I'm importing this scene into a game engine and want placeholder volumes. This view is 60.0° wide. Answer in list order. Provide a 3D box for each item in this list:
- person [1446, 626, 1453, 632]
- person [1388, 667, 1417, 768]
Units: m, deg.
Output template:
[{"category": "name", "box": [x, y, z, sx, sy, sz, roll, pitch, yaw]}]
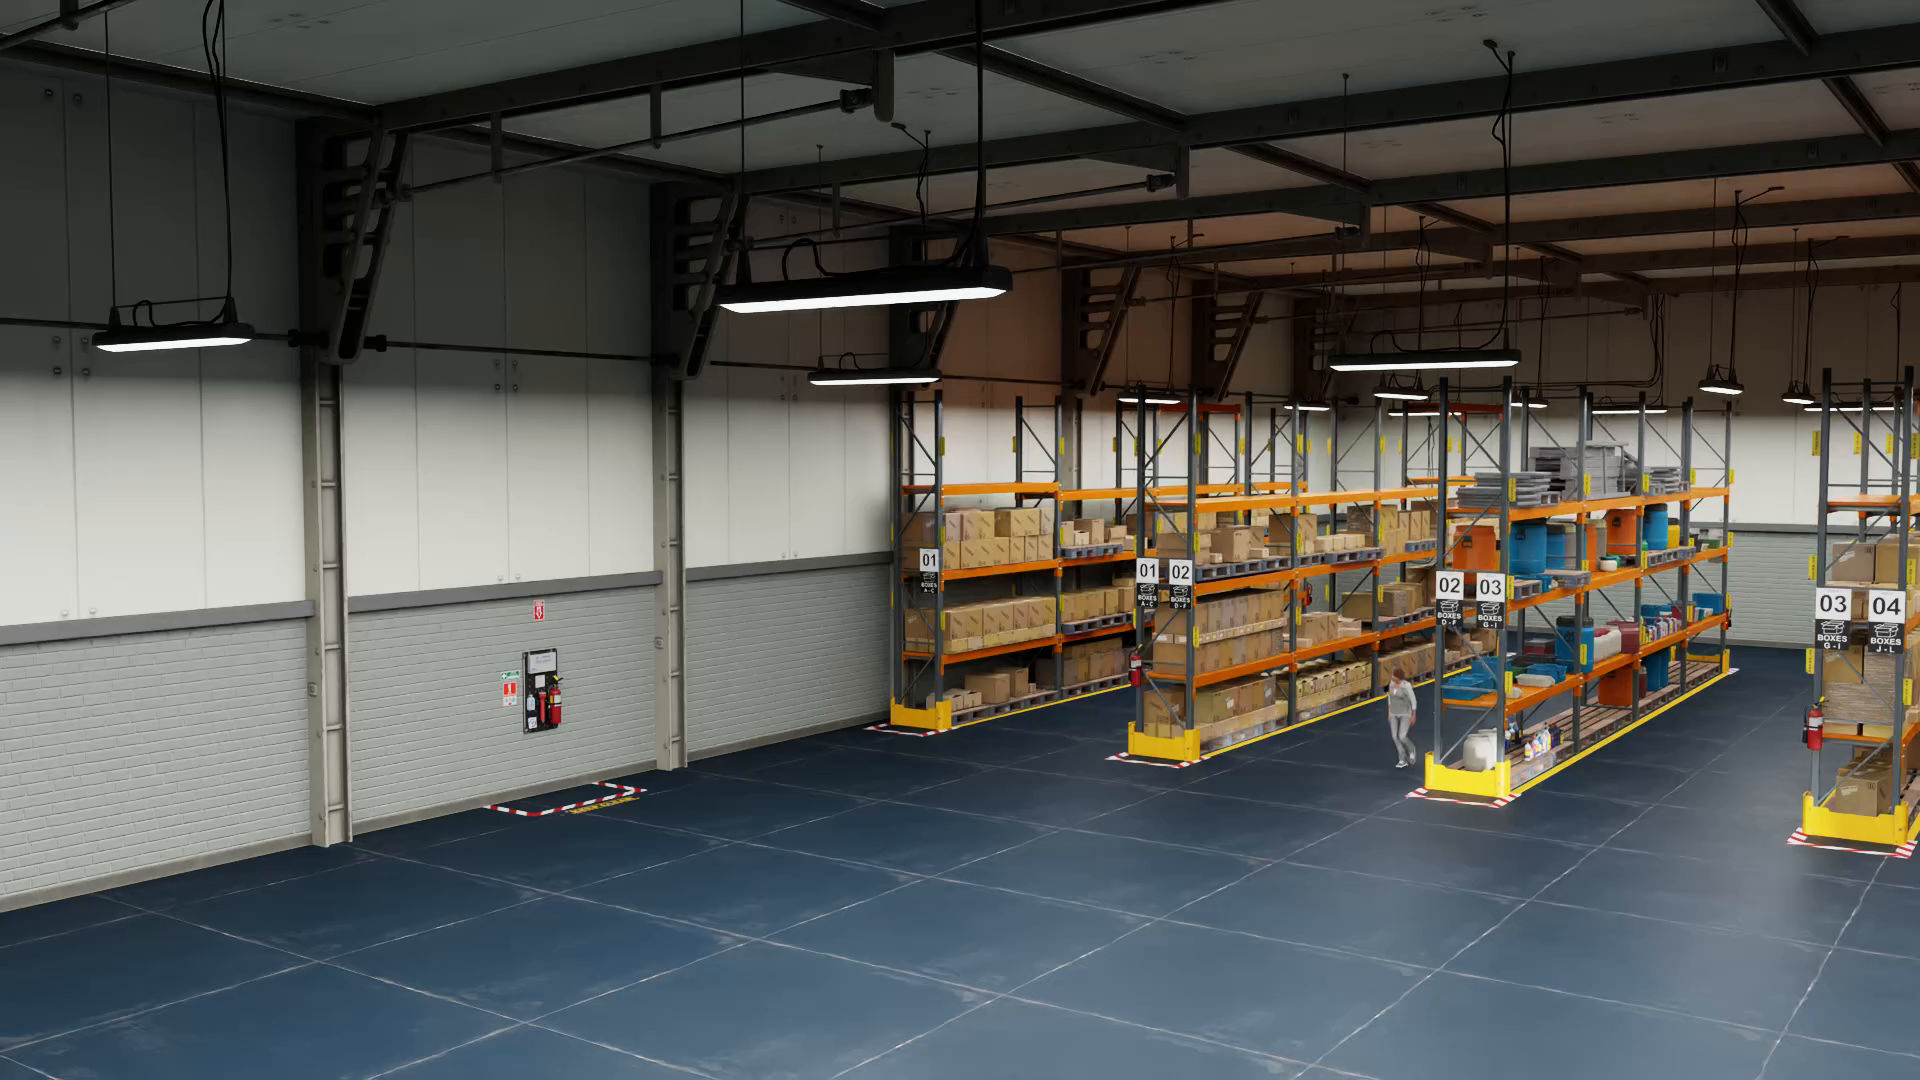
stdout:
[{"category": "person", "box": [12.043, 1.886, 41.278, 0.963, 1.541, 0.419, -1, 3, -23]}, {"category": "person", "box": [6.917, 2.776, 25.979, 0.448, 1.543, 0.498, -3, 4, -40]}]
